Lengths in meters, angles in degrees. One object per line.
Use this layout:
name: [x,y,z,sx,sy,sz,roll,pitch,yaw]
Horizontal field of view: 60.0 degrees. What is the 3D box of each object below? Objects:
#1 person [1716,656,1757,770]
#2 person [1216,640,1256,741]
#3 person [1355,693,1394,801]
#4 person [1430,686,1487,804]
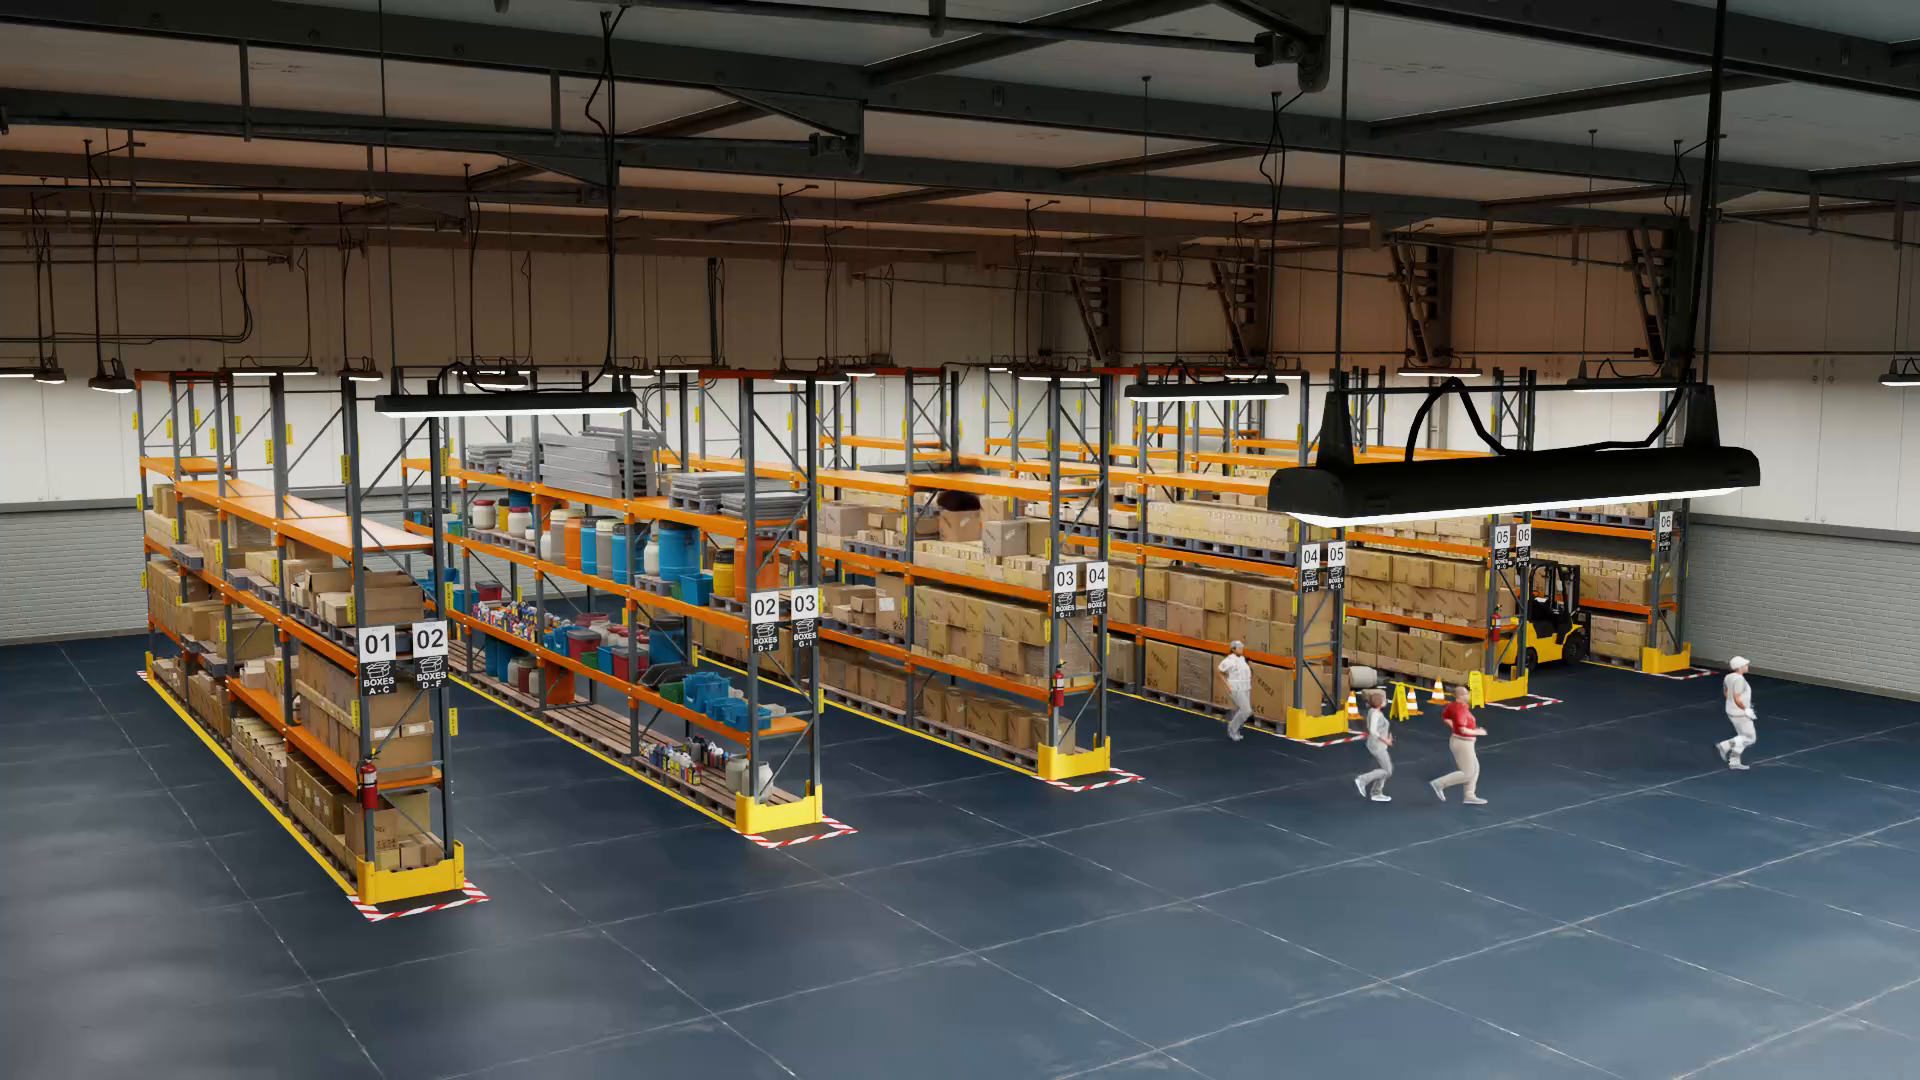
person: [11.776,2.626,25.227,0.603,1.738,0.668,1,6,6]
person: [4.569,2.460,27.123,0.576,1.640,0.560,5,8,40]
person: [5.854,2.919,23.445,0.564,1.547,0.537,1,6,5]
person: [6.983,2.871,23.249,0.816,1.688,0.674,0,6,3]
